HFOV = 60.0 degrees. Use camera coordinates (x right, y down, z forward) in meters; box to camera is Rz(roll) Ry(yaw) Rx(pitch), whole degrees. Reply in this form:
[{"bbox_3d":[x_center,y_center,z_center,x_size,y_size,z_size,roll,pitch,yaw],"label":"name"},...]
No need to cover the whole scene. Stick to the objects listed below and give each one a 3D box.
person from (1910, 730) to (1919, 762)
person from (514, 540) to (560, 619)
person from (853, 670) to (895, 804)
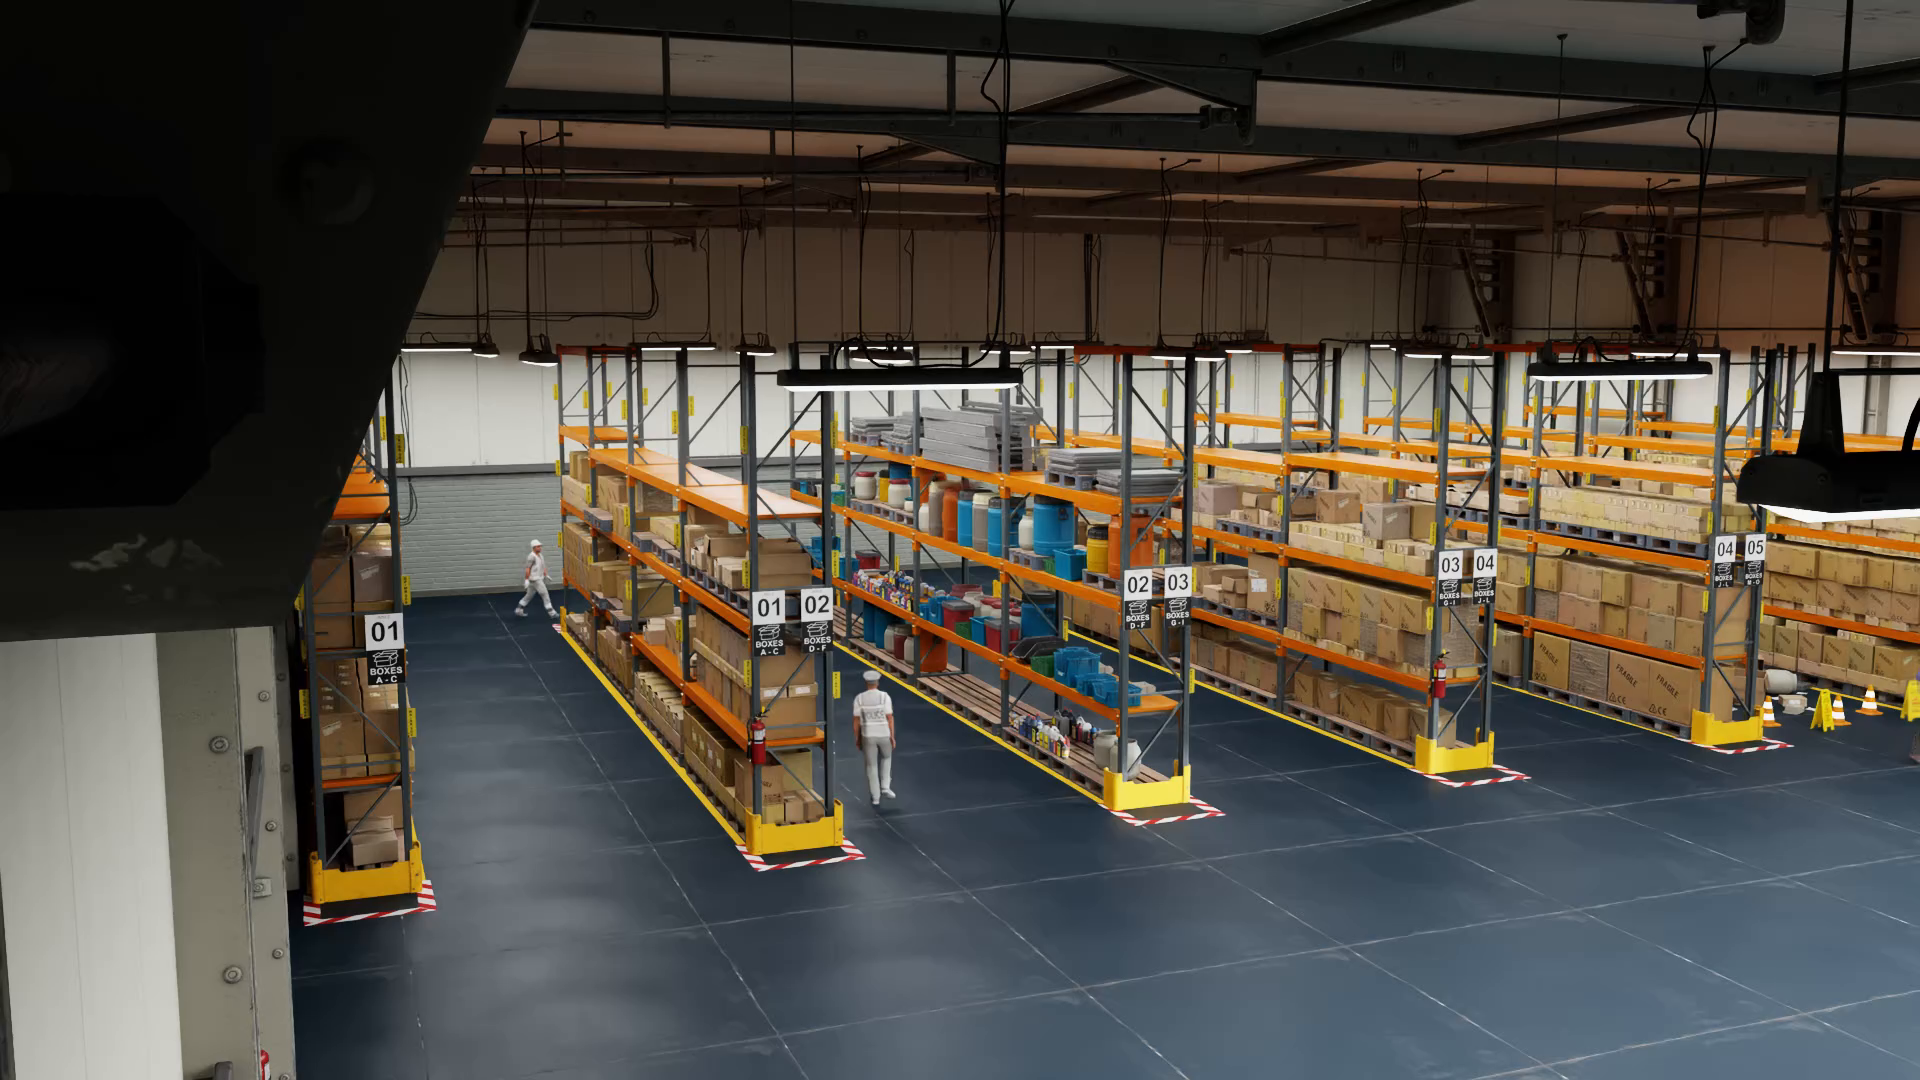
[{"bbox_3d":[14.184,2.484,23.943,0.466,1.596,0.986,-2,7,-13],"label":"person"},{"bbox_3d":[-9.203,0.860,36.269,1.082,1.746,0.538,-1,7,-5],"label":"person"},{"bbox_3d":[-1.146,2.638,22.253,0.563,1.768,0.519,-1,7,-8],"label":"person"}]
